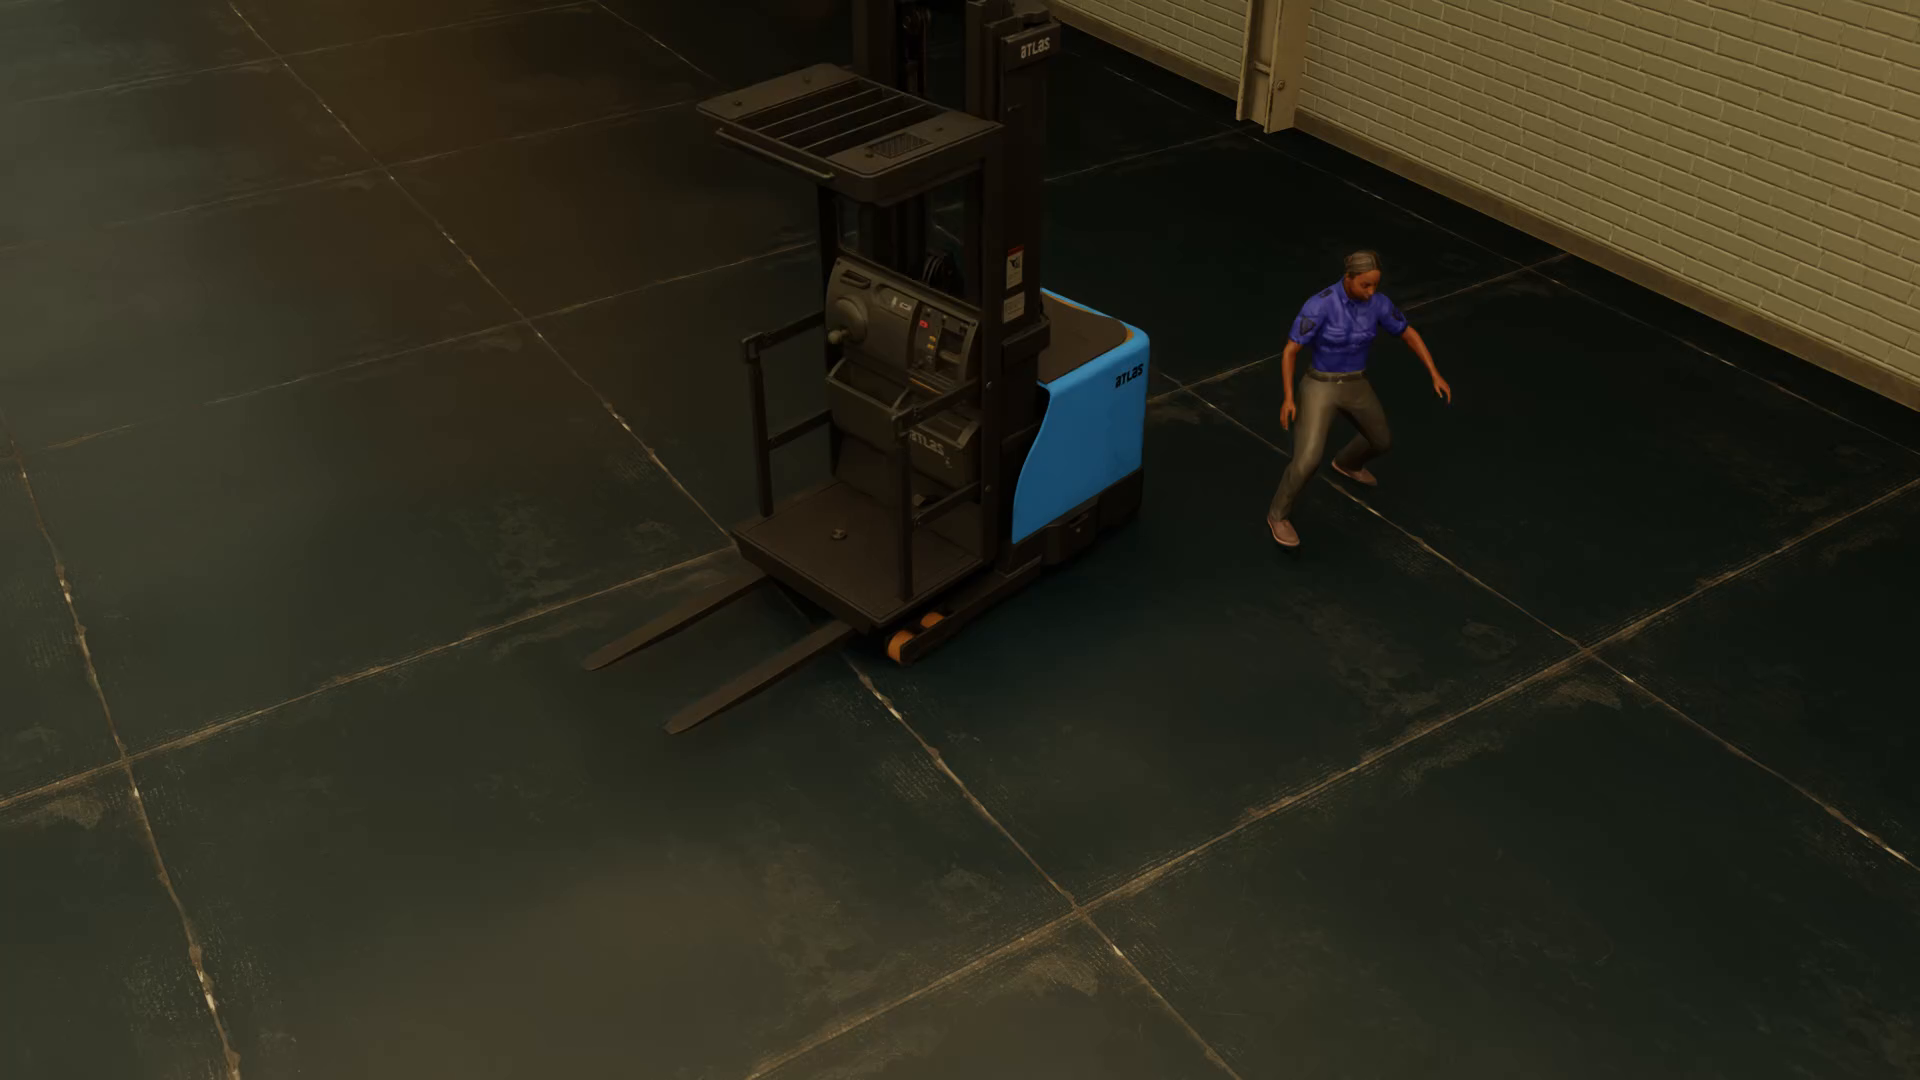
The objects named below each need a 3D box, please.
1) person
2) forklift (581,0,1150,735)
[{"bbox_3d":[1.993,-0.769,8.536,0.902,1.527,0.749,-9,36,-12],"label":"person"},{"bbox_3d":[-0.420,-0.942,7.488,1.130,2.935,3.031,29,44,35],"label":"forklift"}]
